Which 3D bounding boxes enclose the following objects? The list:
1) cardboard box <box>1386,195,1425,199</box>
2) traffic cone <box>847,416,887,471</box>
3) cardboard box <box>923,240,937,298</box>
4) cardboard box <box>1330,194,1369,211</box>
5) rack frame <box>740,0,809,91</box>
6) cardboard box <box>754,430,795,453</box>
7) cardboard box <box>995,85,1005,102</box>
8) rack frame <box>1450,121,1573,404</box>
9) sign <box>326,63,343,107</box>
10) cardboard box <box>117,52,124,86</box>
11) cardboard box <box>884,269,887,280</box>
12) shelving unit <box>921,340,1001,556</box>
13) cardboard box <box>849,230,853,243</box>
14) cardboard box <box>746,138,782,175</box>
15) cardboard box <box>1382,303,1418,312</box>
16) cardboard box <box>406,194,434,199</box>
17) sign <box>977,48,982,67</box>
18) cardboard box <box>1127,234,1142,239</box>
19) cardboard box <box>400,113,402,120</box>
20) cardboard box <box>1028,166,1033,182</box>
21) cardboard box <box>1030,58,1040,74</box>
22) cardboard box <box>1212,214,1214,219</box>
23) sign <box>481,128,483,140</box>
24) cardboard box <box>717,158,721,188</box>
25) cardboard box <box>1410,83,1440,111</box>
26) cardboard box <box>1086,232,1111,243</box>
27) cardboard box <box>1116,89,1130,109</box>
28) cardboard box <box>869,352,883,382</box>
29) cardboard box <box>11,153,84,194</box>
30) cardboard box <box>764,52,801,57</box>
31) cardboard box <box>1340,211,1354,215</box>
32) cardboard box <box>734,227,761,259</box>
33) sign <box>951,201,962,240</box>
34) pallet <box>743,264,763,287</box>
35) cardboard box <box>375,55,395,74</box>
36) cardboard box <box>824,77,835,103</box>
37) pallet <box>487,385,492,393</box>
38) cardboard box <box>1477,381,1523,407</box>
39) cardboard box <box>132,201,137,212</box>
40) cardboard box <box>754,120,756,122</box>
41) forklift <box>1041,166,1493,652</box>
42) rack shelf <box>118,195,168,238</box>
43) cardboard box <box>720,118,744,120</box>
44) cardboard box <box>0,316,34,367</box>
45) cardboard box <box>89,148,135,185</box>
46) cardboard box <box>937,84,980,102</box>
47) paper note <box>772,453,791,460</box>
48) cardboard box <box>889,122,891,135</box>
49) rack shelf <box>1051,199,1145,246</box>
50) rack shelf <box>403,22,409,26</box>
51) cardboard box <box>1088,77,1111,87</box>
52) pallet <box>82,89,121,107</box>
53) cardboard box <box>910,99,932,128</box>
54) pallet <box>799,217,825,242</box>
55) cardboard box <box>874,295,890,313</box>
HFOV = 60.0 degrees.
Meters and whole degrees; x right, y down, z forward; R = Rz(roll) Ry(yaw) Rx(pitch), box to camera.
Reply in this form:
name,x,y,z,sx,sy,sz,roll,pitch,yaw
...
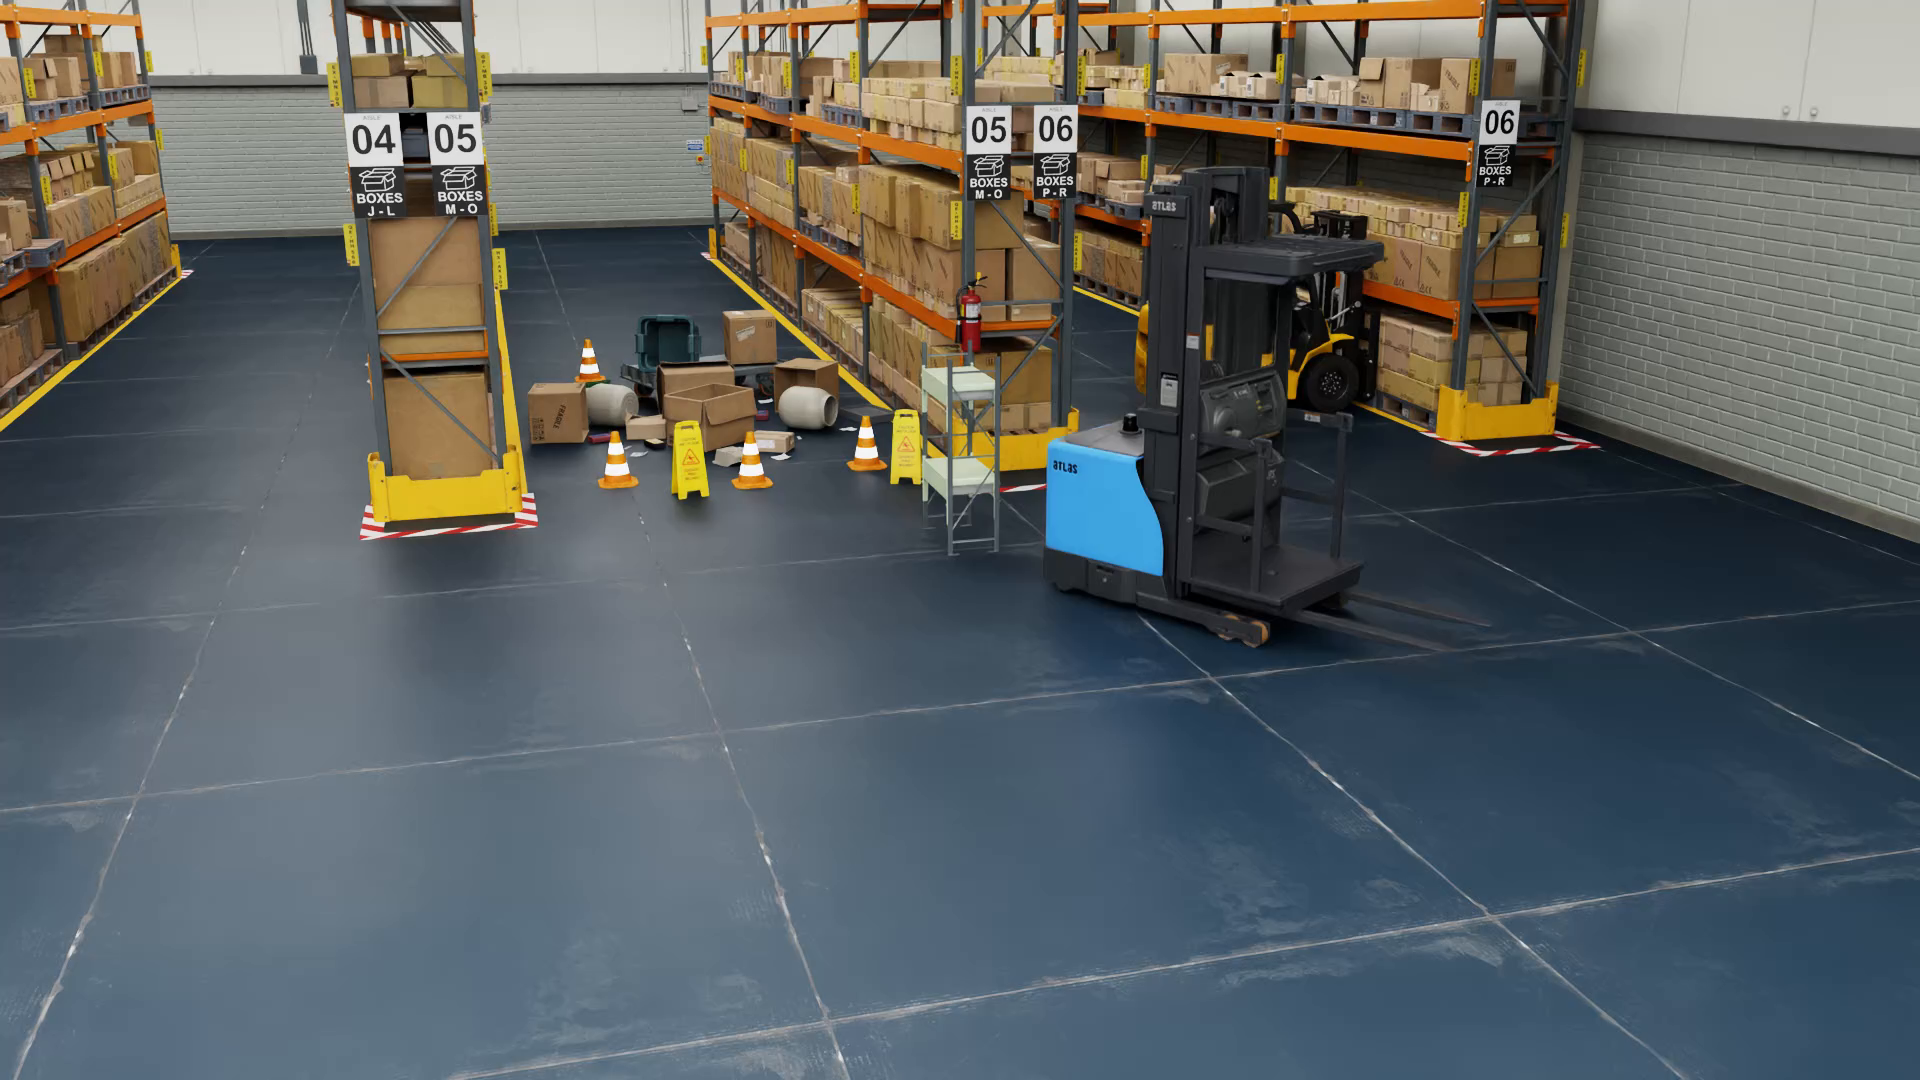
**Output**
name,x,y,z,sx,sy,sz,roll,pitch,yaw
cardboard box,4.880,-3.676,18.156,0.380,0.149,0.250,-5,17,-16
traffic cone,-0.850,-0.898,15.137,0.336,0.463,0.334,-5,17,-15
cardboard box,-0.038,-2.554,15.548,0.500,0.500,0.500,-5,17,-15
cardboard box,4.290,-3.701,18.241,0.380,0.149,0.250,-5,17,-16
rack frame,-2.789,-8.288,24.903,1.000,3.000,0.127,-5,17,-15
cardboard box,-1.793,-0.933,15.800,0.380,0.149,0.250,4,17,13
cardboard box,0.523,-3.977,14.814,0.380,0.149,0.250,-5,17,-15
rack frame,5.280,-2.489,16.025,1.000,3.000,0.127,-5,17,-15
sign,-4.748,-3.460,12.642,0.100,0.325,0.005,-5,17,-15
cardboard box,-13.184,-7.167,25.306,0.700,0.500,0.500,-5,18,-17
cardboard box,-0.591,-2.833,17.605,0.380,0.149,0.250,-5,17,-16
shelving unit,0.002,-0.716,12.730,0.431,1.500,0.755,-5,17,-15
cardboard box,-1.053,-3.478,19.023,0.380,0.149,0.250,-5,17,-17
cardboard box,-2.944,-5.798,25.127,0.500,0.500,0.500,-4,17,-15
cardboard box,4.928,-2.420,18.105,0.500,0.250,0.500,-5,17,-16
cardboard box,-4.821,-2.818,14.982,0.875,0.550,0.500,-5,17,-15
sign,0.362,-8.727,30.059,0.100,0.325,0.005,-5,17,-15
cardboard box,2.798,-4.617,25.597,0.380,0.149,0.250,-5,18,-17
cardboard box,-4.989,-3.659,14.237,0.380,0.149,0.250,-5,17,-15
cardboard box,1.456,-6.138,27.917,0.500,0.250,0.500,-5,17,-15
cardboard box,1.465,-7.816,27.417,0.500,0.250,0.500,-5,17,-16
cardboard box,3.517,-4.163,20.988,0.500,0.250,0.500,-4,17,-14
sign,-8.081,-6.847,27.969,0.100,0.325,0.005,-5,17,-15
cardboard box,-3.867,-6.276,28.459,0.500,0.500,0.500,-5,17,-16
cardboard box,4.691,-4.386,16.455,0.396,0.266,0.258,-5,17,-15
cardboard box,2.178,-4.716,25.924,0.380,0.149,0.250,-5,17,-15
cardboard box,2.568,-6.329,23.854,0.500,0.250,0.500,-5,17,-15
cardboard box,-0.688,-1.902,18.120,0.500,0.250,0.500,-6,18,-18
cardboard box,-11.956,-4.793,21.778,0.797,0.503,0.637,-5,17,-15
cardboard box,-2.749,-7.328,25.842,0.500,0.500,0.500,-4,17,-14
cardboard box,4.340,-3.489,18.052,0.380,0.149,0.250,-5,18,-17
cardboard box,-3.351,-5.069,28.335,0.875,0.438,0.875,-4,17,-14
sign,-0.030,-2.763,14.376,0.100,0.325,0.005,-5,17,-15
pallet,-2.923,-4.296,26.888,1.003,0.211,1.213,-5,17,-15
cardboard box,-4.852,-3.902,13.660,0.380,0.149,0.250,-4,17,-14
cardboard box,-1.243,-5.375,20.239,0.797,0.503,0.637,-5,17,-15
pallet,-5.607,-1.655,18.095,1.003,0.211,1.213,-5,17,-15
cardboard box,5.333,-1.525,16.864,0.500,0.250,0.500,-5,17,-15
cardboard box,-12.369,-4.908,24.515,0.380,0.149,0.250,-5,17,-16
cardboard box,-3.319,-6.992,27.975,0.380,0.149,0.250,-5,17,-16
forklift,2.006,-0.889,10.816,3.031,2.935,1.130,15,22,40
rack shelf,-12.867,-4.840,25.103,1.077,0.370,4.000,-5,17,-15
cardboard box,-3.916,-7.172,28.575,0.380,0.149,0.250,-4,17,-14
cardboard box,-10.850,-2.203,18.651,0.700,0.500,0.500,-6,18,-20
cardboard box,-12.479,-5.495,24.470,0.500,0.500,0.500,-5,18,-17
cardboard box,0.010,-4.008,14.917,0.380,0.149,0.250,-5,17,-16
paper note,-1.665,-0.778,15.489,0.148,0.019,0.142,-12,20,-34
cardboard box,-0.517,-4.204,16.956,0.380,0.149,0.250,-4,17,-14
rack shelf,2.532,-4.911,25.337,1.077,0.370,4.000,-5,17,-15
rack shelf,-8.070,-8.076,25.452,1.077,0.370,4.000,-5,17,-15
cardboard box,2.129,-6.837,24.817,0.380,0.149,0.250,-4,17,-14
pallet,-12.532,-6.253,23.495,1.003,0.211,1.213,-5,17,-15
cardboard box,-0.175,-4.006,15.603,0.500,0.250,0.500,-4,17,-14
pallet,-1.391,-4.028,21.482,1.213,0.211,1.003,-5,17,-15
cardboard box,-0.711,-2.533,17.788,0.380,0.149,0.250,-4,17,-14
